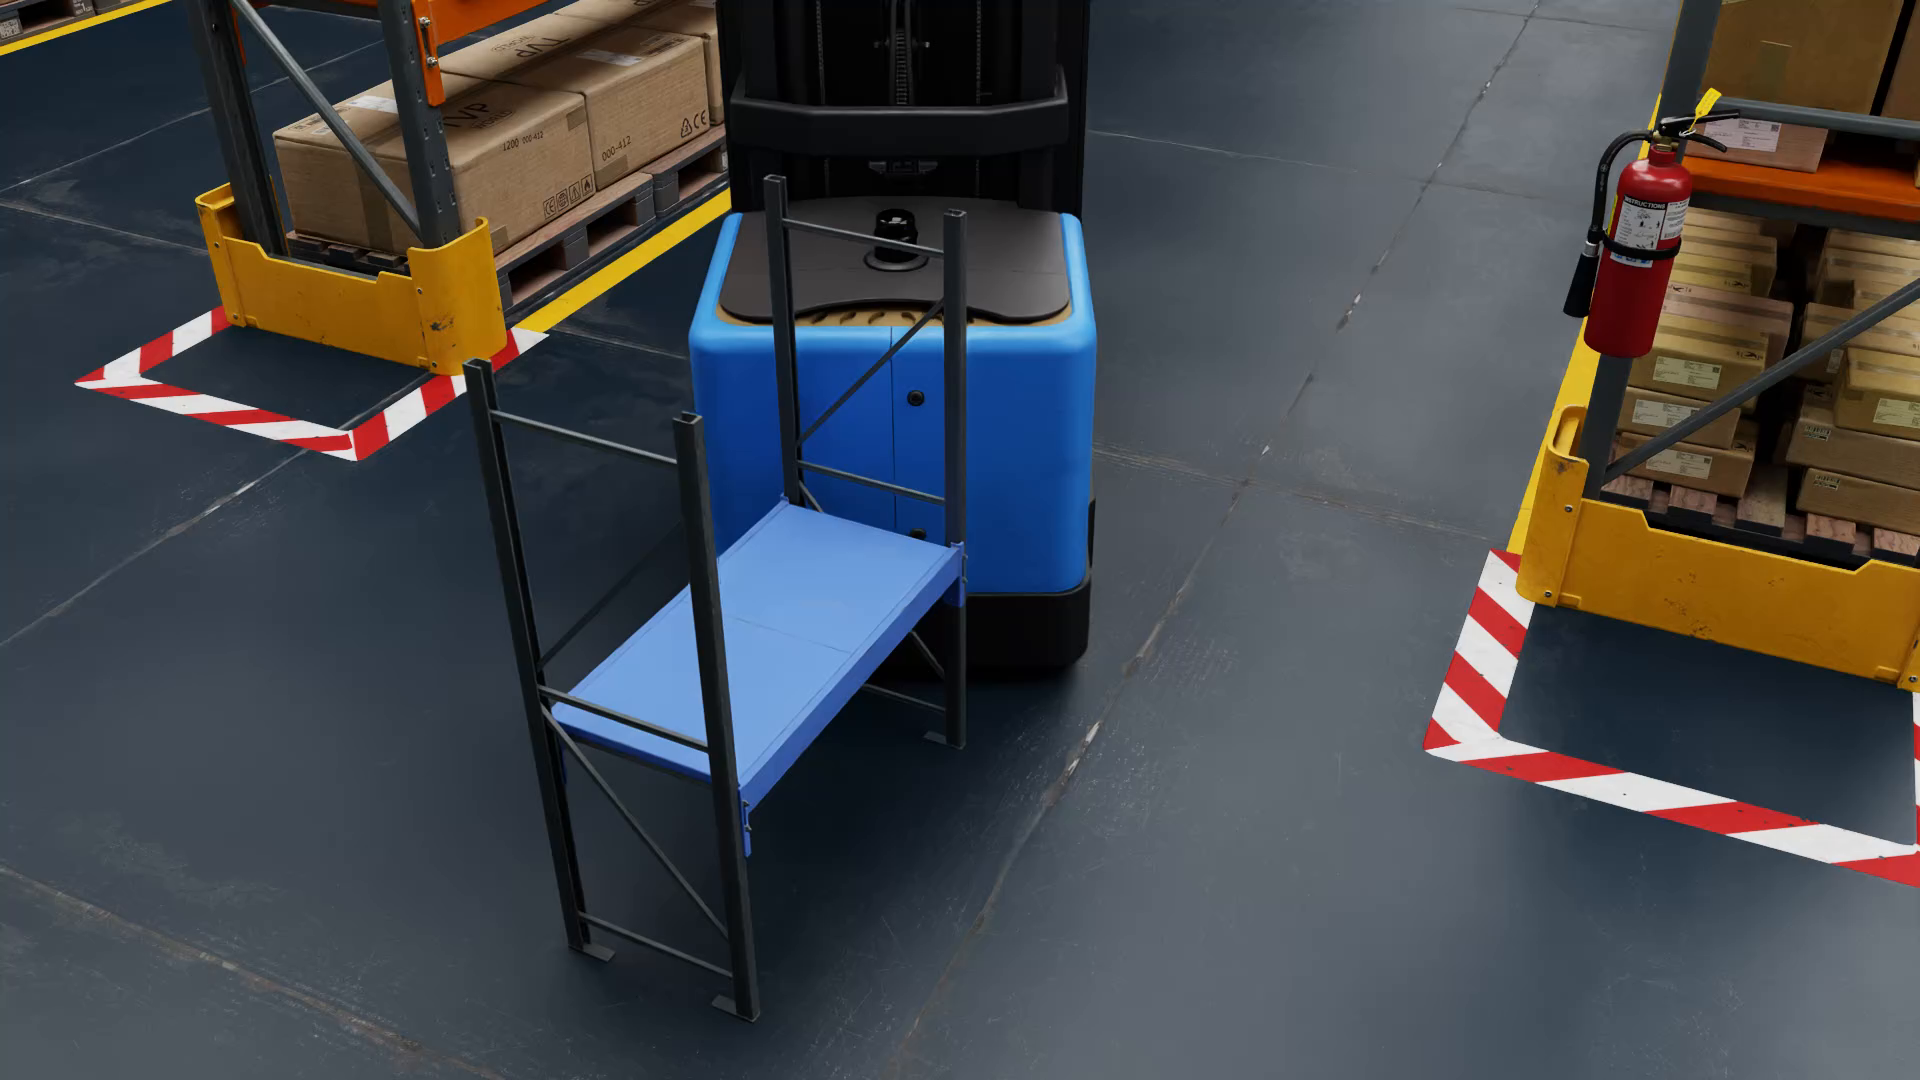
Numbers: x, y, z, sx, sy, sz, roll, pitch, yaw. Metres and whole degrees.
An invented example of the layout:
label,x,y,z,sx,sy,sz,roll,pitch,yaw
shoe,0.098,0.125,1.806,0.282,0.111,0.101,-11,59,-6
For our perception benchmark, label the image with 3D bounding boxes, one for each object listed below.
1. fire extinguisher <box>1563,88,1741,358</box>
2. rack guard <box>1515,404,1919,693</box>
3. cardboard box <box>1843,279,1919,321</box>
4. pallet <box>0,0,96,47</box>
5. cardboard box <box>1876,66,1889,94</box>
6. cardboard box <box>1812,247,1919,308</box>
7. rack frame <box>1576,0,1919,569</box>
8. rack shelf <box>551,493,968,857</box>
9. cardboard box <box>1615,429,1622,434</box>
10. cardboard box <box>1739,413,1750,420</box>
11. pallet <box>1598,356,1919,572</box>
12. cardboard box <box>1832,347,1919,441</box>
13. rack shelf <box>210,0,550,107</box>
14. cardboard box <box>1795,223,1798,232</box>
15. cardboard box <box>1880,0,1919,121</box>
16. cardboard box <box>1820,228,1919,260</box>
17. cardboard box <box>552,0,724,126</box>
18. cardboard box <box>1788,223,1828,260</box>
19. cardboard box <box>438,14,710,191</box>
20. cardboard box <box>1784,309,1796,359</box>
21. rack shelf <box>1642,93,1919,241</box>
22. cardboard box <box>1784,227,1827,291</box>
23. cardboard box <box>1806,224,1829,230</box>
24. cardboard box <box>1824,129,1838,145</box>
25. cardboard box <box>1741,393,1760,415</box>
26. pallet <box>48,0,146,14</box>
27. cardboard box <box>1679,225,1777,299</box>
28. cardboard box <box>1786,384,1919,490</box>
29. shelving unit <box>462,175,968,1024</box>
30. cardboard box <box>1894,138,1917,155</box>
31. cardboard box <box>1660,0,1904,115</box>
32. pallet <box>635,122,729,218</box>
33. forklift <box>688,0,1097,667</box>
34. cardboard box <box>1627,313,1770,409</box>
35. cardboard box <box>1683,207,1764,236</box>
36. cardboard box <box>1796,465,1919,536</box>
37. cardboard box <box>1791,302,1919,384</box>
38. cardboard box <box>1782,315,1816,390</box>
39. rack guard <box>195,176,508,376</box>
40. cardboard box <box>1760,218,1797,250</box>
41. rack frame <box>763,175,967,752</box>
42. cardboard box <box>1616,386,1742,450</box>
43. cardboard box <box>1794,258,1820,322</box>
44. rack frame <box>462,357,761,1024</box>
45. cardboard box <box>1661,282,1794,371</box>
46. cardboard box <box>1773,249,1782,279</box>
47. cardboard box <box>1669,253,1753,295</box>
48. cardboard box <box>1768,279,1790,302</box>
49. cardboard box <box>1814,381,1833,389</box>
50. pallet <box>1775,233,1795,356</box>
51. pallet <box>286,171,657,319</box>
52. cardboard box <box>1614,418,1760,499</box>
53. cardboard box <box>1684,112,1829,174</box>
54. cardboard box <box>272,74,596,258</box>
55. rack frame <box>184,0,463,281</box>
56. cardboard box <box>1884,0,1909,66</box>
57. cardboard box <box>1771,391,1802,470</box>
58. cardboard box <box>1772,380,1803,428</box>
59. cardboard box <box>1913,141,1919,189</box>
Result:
label,x,y,z,sx,sy,sz,roll,pitch,yaw
fire extinguisher,1.703,-0.789,4.128,0.296,0.674,0.183,14,36,20
rack guard,2.259,0.011,4.777,1.175,0.500,0.348,14,36,20
cardboard box,2.983,-0.673,5.215,0.380,0.149,0.250,14,36,20
pallet,-5.945,-3.093,9.775,1.003,0.211,1.213,14,36,20
cardboard box,2.875,-1.396,4.873,0.380,0.149,0.250,16,36,23
cardboard box,3.012,-0.815,5.432,0.380,0.149,0.250,12,35,18
rack frame,2.227,-0.996,4.034,1.000,3.000,0.127,14,36,20
rack shelf,-0.442,0.264,3.808,0.538,0.185,1.000,15,36,22
cardboard box,2.274,-0.441,5.404,0.380,0.149,0.250,15,36,22
cardboard box,2.463,-0.553,5.575,0.380,0.149,0.250,14,36,20
pallet,2.631,-0.265,5.461,1.003,0.211,1.213,14,36,20
cardboard box,2.755,-0.412,4.817,0.380,0.149,0.250,13,35,18
rack shelf,-1.474,-2.777,7.406,1.077,0.370,4.000,14,36,20
cardboard box,3.589,-1.339,6.773,0.380,0.149,0.250,13,36,19
cardboard box,2.666,-1.323,4.169,0.500,0.500,0.500,16,36,23
cardboard box,3.136,-0.951,5.639,0.380,0.149,0.250,16,36,22
cardboard box,-1.372,-2.444,8.195,0.875,0.438,0.875,13,35,19
cardboard box,3.296,-1.106,6.146,0.380,0.149,0.250,16,36,23
cardboard box,-1.750,-1.995,7.511,0.875,0.438,0.875,15,36,22
cardboard box,3.097,-0.693,5.788,0.380,0.149,0.250,14,36,21
rack shelf,3.064,-1.692,5.750,1.077,0.370,4.000,14,36,20
cardboard box,3.174,-0.973,5.945,0.380,0.149,0.250,16,37,23
cardboard box,3.306,-1.219,6.048,0.380,0.149,0.250,14,36,21
cardboard box,2.245,-1.234,4.625,0.380,0.149,0.250,14,36,20
cardboard box,2.347,-0.550,5.300,0.380,0.149,0.250,13,36,19
pallet,-5.436,-3.703,10.705,1.003,0.211,1.213,14,36,20
cardboard box,2.535,-0.935,5.615,0.380,0.149,0.250,13,35,19
cardboard box,2.680,-0.306,4.927,0.380,0.149,0.250,16,36,22
shelving unit,-0.442,0.113,3.710,0.538,1.500,1.048,15,36,22
cardboard box,2.730,-1.114,4.442,0.380,0.149,0.250,15,36,22
cardboard box,2.182,-1.446,4.357,0.500,0.500,0.500,15,36,21
pallet,-1.536,-1.937,8.012,1.003,0.211,1.213,14,36,20
forklift,-0.164,-1.647,5.089,1.130,2.935,3.031,0,33,0
cardboard box,2.219,-0.550,5.028,0.380,0.149,0.250,15,36,21
cardboard box,2.597,-1.082,5.838,0.380,0.149,0.250,16,36,22
cardboard box,2.737,-0.167,4.987,0.380,0.149,0.250,15,36,21
cardboard box,2.761,-0.577,5.068,0.380,0.149,0.250,15,36,21
cardboard box,2.868,-0.572,5.332,0.380,0.149,0.250,15,36,21
rack guard,-2.321,-1.024,6.356,1.175,0.500,0.348,14,36,20
cardboard box,2.808,-1.187,6.000,0.380,0.149,0.250,13,35,19
rack frame,-0.215,-0.136,4.090,0.500,1.500,0.032,15,36,22
cardboard box,2.189,-0.433,5.120,0.380,0.149,0.250,13,36,19
cardboard box,3.098,-0.829,5.724,0.380,0.149,0.250,12,35,18
rack frame,-0.669,0.363,3.329,0.500,1.500,0.032,15,36,22
cardboard box,2.376,-0.662,5.199,0.380,0.149,0.250,15,36,21
cardboard box,2.910,-1.061,6.349,0.380,0.149,0.250,15,36,22
cardboard box,2.369,-0.821,5.440,0.380,0.149,0.250,13,36,19
cardboard box,2.611,-0.802,5.683,0.380,0.149,0.250,14,36,20
cardboard box,2.846,-0.430,5.116,0.380,0.149,0.250,14,36,20
pallet,3.143,-0.870,6.384,1.003,0.211,1.213,14,36,20
pallet,-2.047,-1.332,7.089,1.003,0.211,1.213,14,36,20
cardboard box,2.258,-0.290,5.173,0.380,0.149,0.250,15,36,21
cardboard box,2.107,-1.119,4.450,0.380,0.149,0.250,14,36,21
cardboard box,-2.126,-1.538,6.813,0.875,0.438,0.875,13,35,19
rack frame,-2.311,-2.082,5.689,1.000,3.000,0.127,14,36,20
cardboard box,2.867,-1.595,4.585,0.500,0.500,0.500,14,36,21
cardboard box,2.772,-0.317,5.214,0.380,0.149,0.250,14,36,20
cardboard box,2.870,-0.442,5.405,0.380,0.149,0.250,15,36,21
cardboard box,2.661,-0.978,4.234,0.380,0.149,0.250,14,36,20
